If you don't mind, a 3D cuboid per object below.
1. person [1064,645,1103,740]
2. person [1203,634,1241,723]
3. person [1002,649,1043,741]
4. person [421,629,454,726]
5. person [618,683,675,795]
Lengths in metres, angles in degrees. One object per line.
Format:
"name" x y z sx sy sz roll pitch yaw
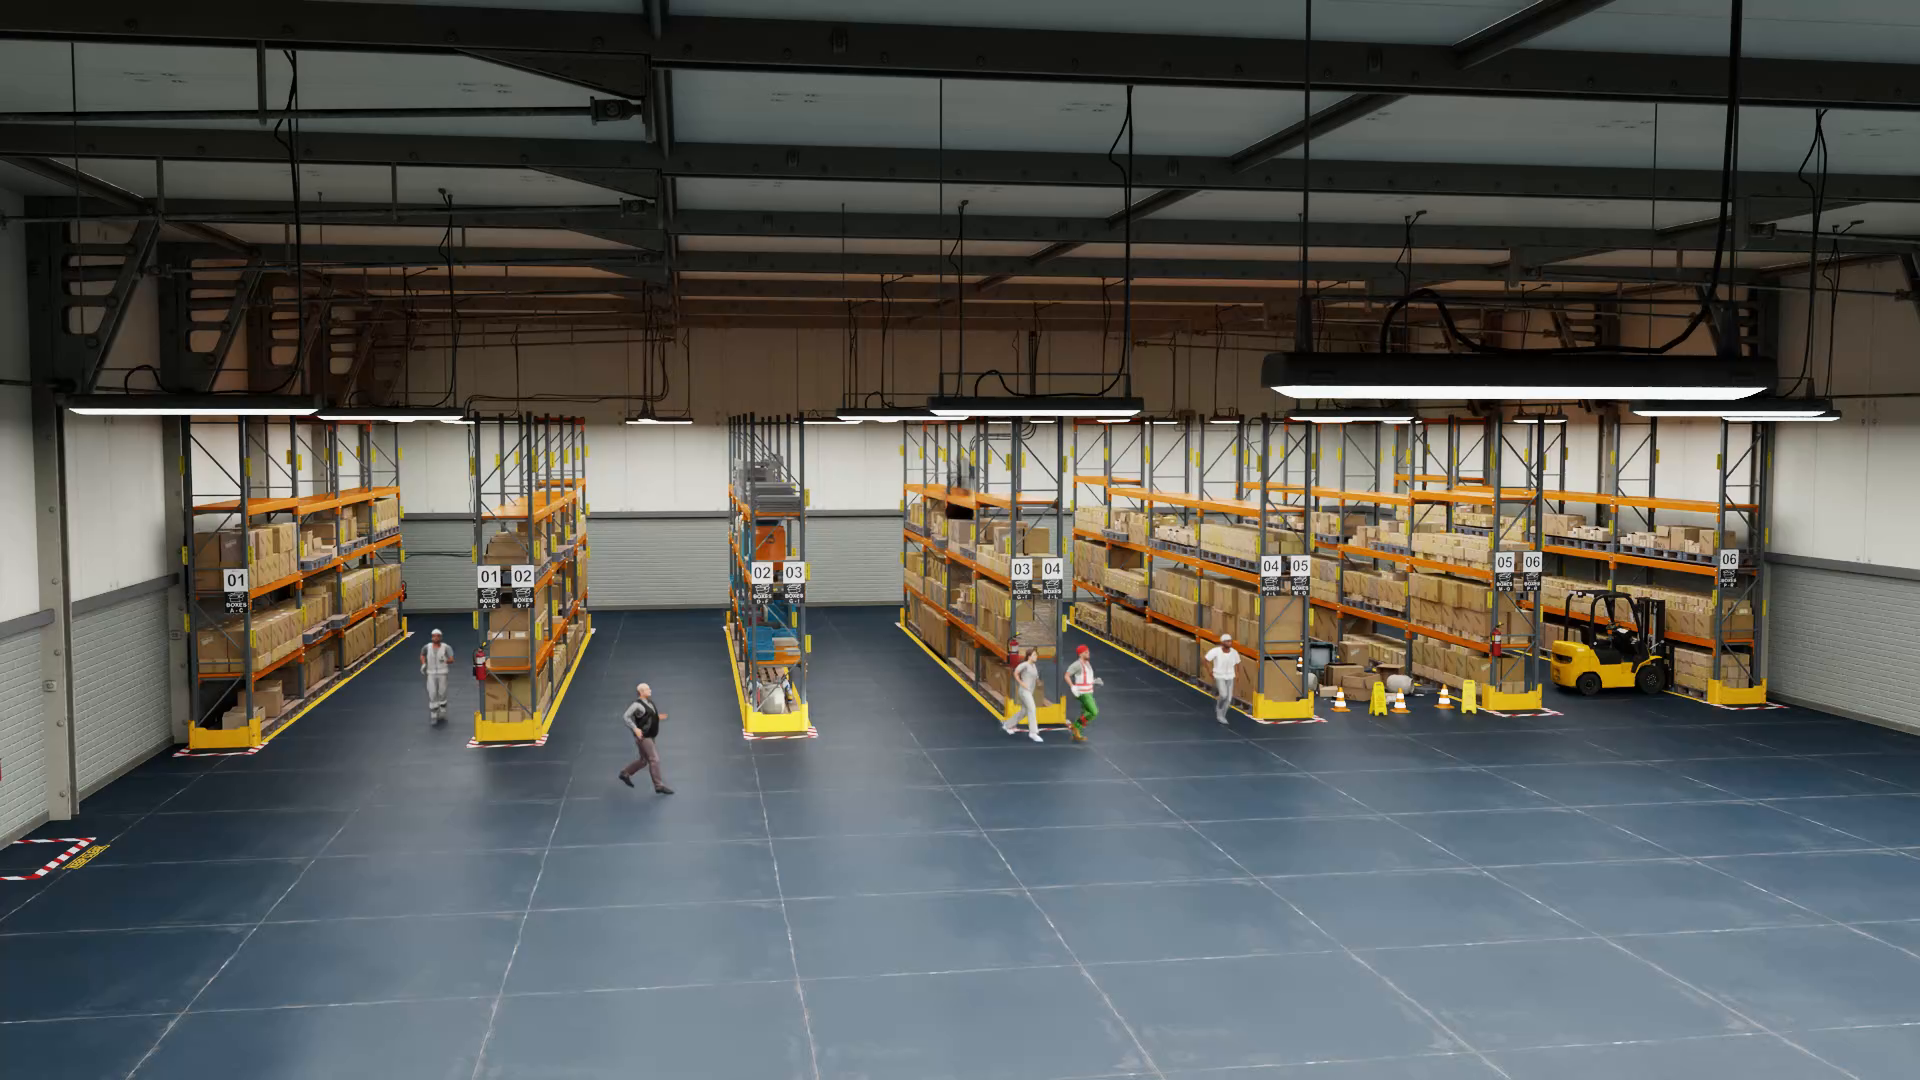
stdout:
"person" 2.293 2.782 30.193 0.615 1.745 0.652 2 4 27
"person" 5.109 2.675 32.038 0.724 1.726 0.580 -1 4 -14
"person" 1.241 2.831 30.734 0.882 1.654 0.611 2 4 27
"person" -10.121 2.629 32.209 0.640 1.824 0.814 -1 4 -13
"person" -4.895 3.079 25.868 0.970 1.707 0.656 1 4 10
